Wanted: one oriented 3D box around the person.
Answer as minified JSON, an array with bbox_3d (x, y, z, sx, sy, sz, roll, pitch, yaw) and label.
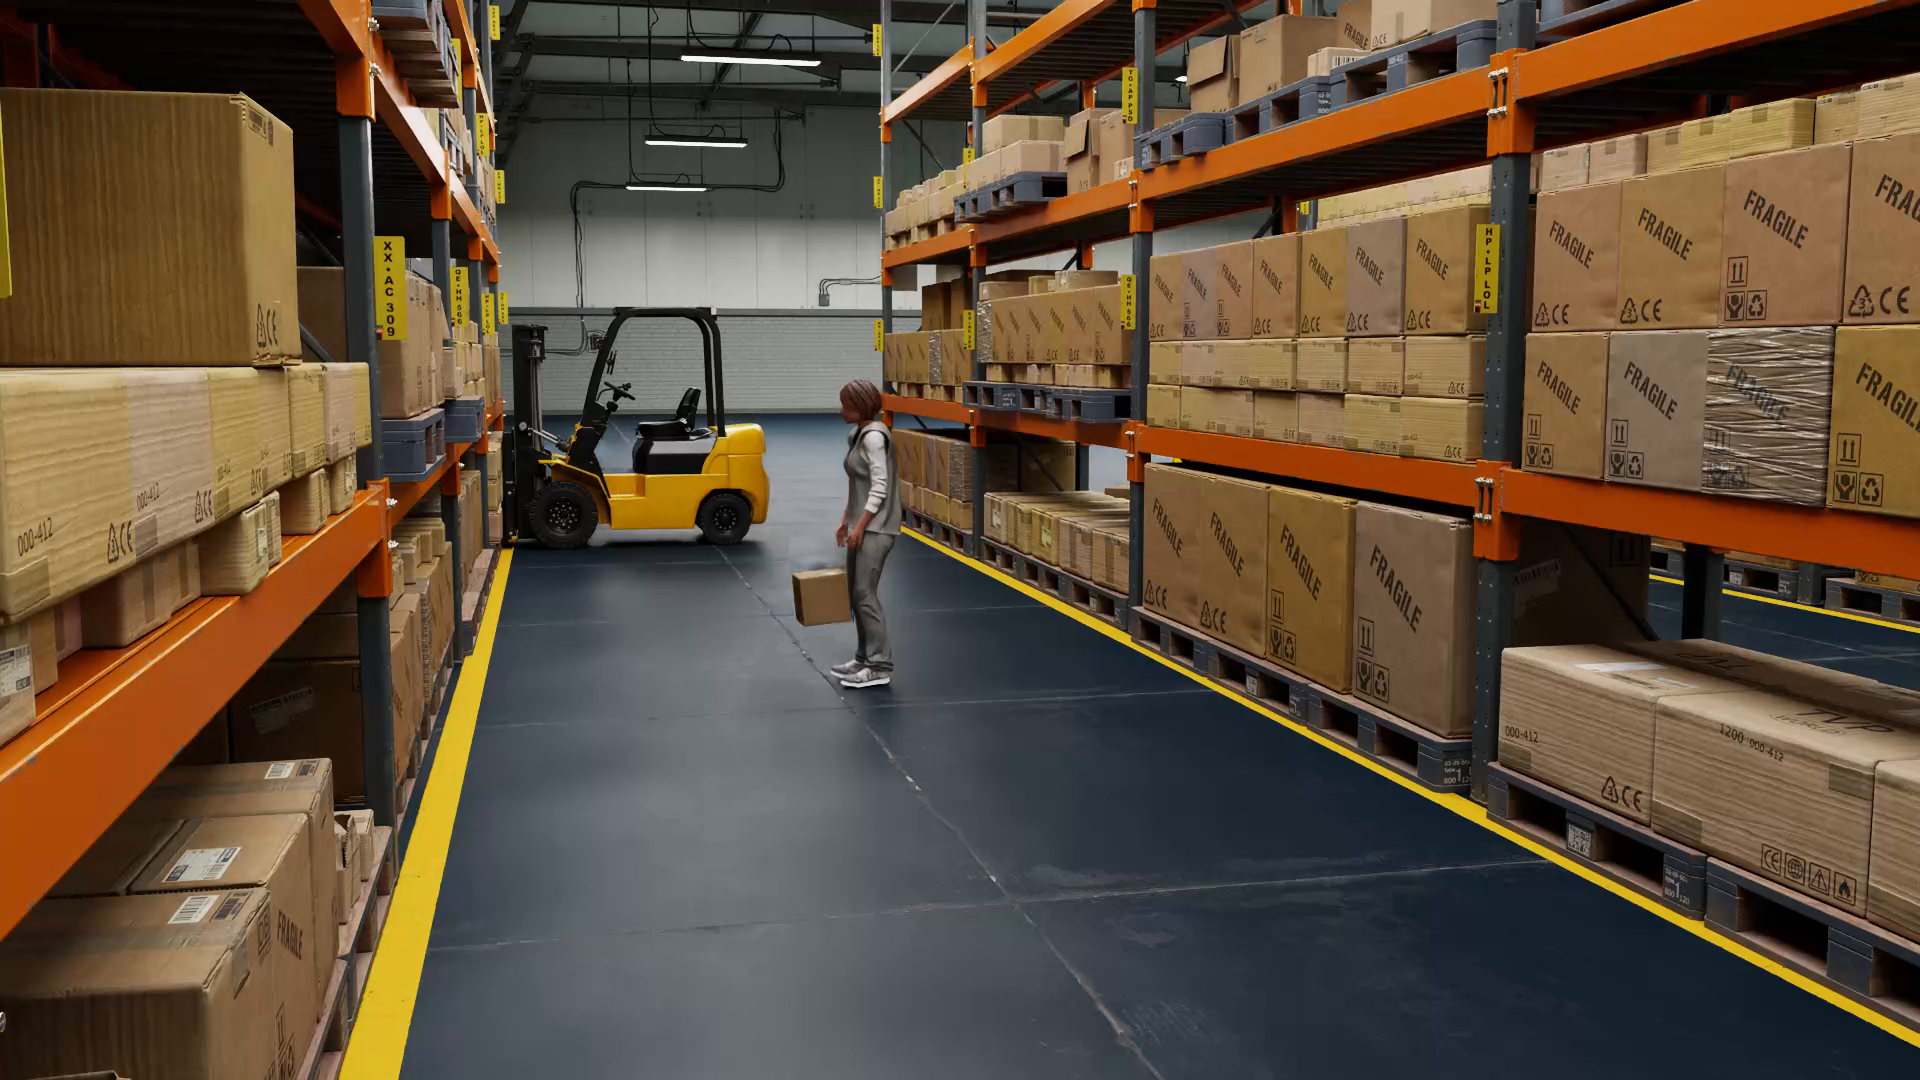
[{"bbox_3d":[-0.488,-0.040,8.717,0.341,1.598,0.452,-2,7,-15],"label":"person"}]
